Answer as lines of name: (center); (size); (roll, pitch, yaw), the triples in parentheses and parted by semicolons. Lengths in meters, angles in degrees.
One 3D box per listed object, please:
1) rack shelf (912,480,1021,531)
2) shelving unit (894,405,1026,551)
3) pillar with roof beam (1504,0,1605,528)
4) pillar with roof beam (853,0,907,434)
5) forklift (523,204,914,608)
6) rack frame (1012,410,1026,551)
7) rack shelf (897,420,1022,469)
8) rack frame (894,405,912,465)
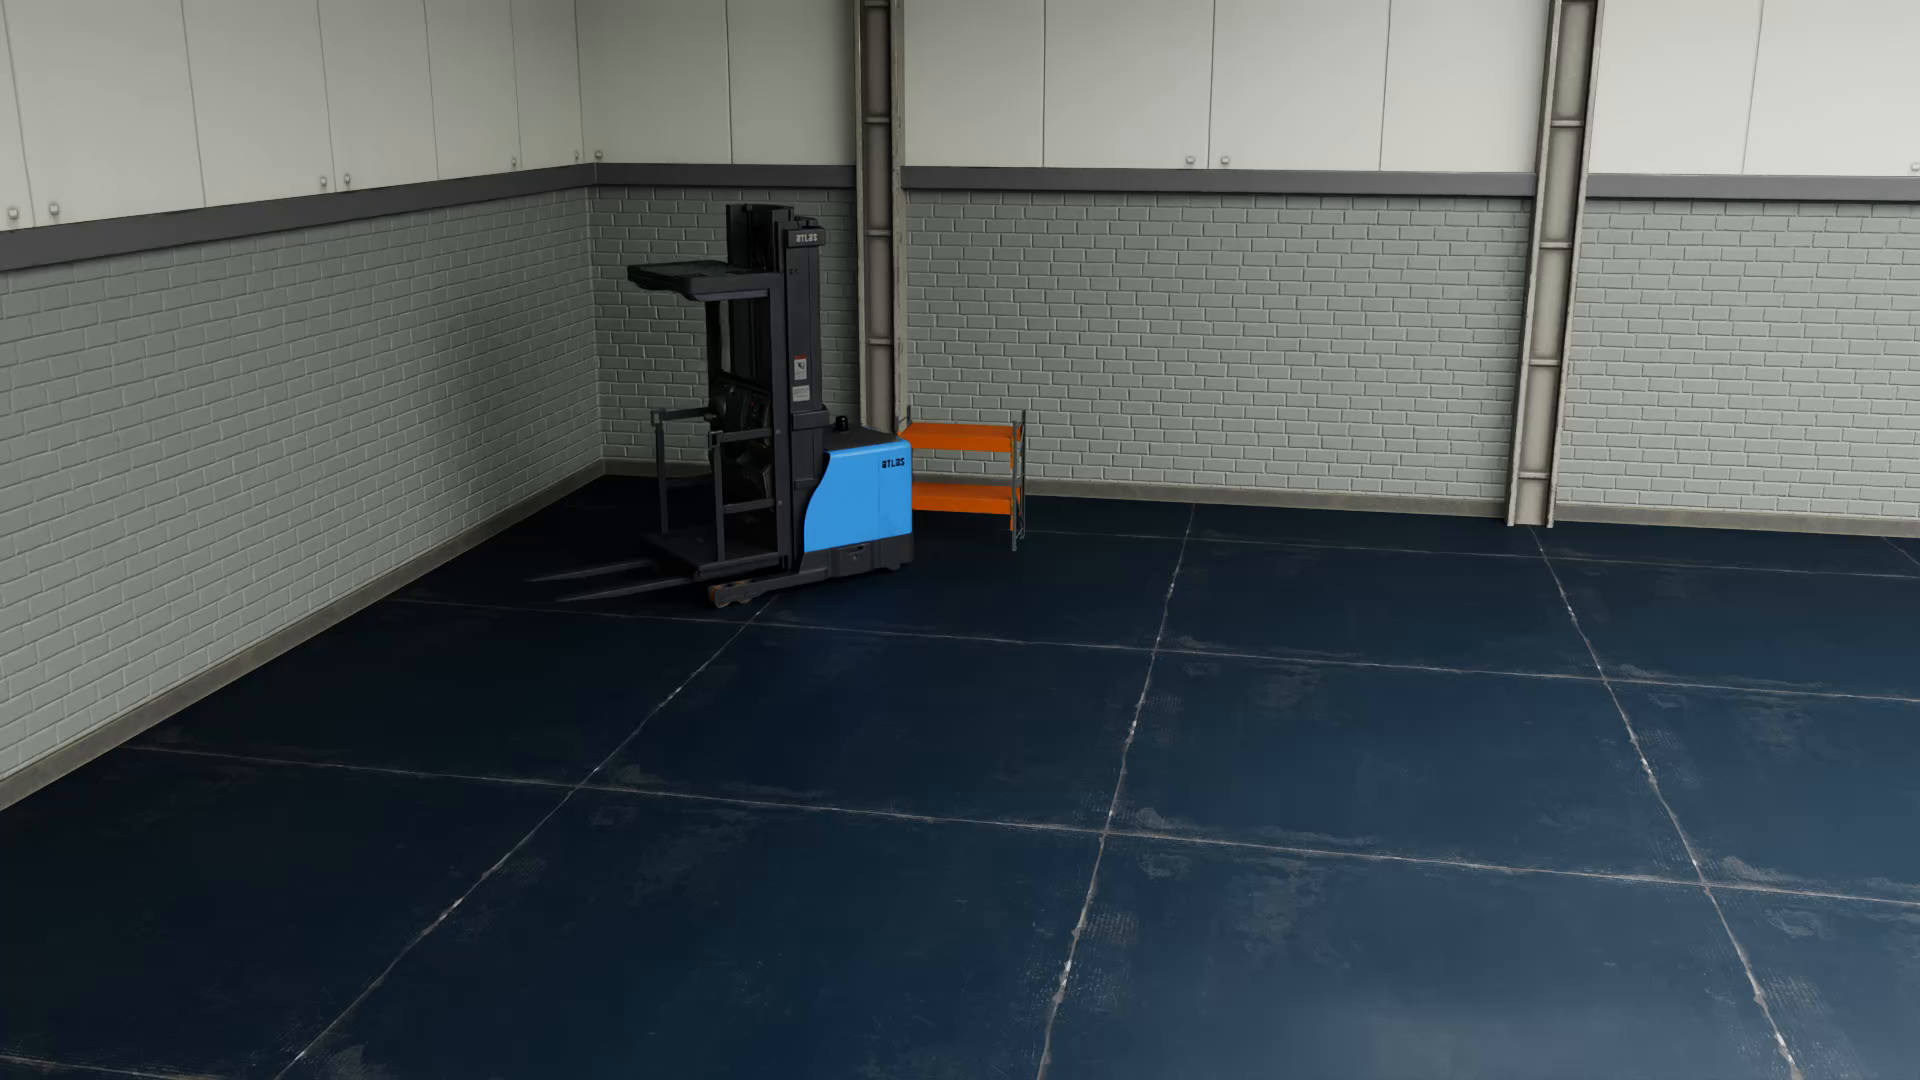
rack shelf: (0.007, -0.306, 14.406); (1.000, 0.278, 0.538); (3, 16, 11)
shelving unit: (0.007, -0.542, 14.341); (1.048, 1.125, 0.538); (3, 16, 11)
pillar with roof beam: (4.289, -3.370, 9.802); (0.400, 9.000, 9.100); (3, 16, 11)
pillar with roof beam: (-1.591, -3.689, 10.954); (0.400, 9.000, 9.100); (3, 16, 11)
forklift: (-1.878, -1.058, 12.822); (3.031, 2.935, 1.130); (-11, 19, -33)
rack frame: (0.505, -0.515, 14.243); (0.032, 1.125, 0.500); (3, 16, 11)
rack shelf: (0.007, -0.824, 14.262); (1.000, 0.278, 0.538); (3, 16, 11)
rack frame: (-0.492, -0.569, 14.438); (0.032, 1.125, 0.500); (3, 16, 11)
